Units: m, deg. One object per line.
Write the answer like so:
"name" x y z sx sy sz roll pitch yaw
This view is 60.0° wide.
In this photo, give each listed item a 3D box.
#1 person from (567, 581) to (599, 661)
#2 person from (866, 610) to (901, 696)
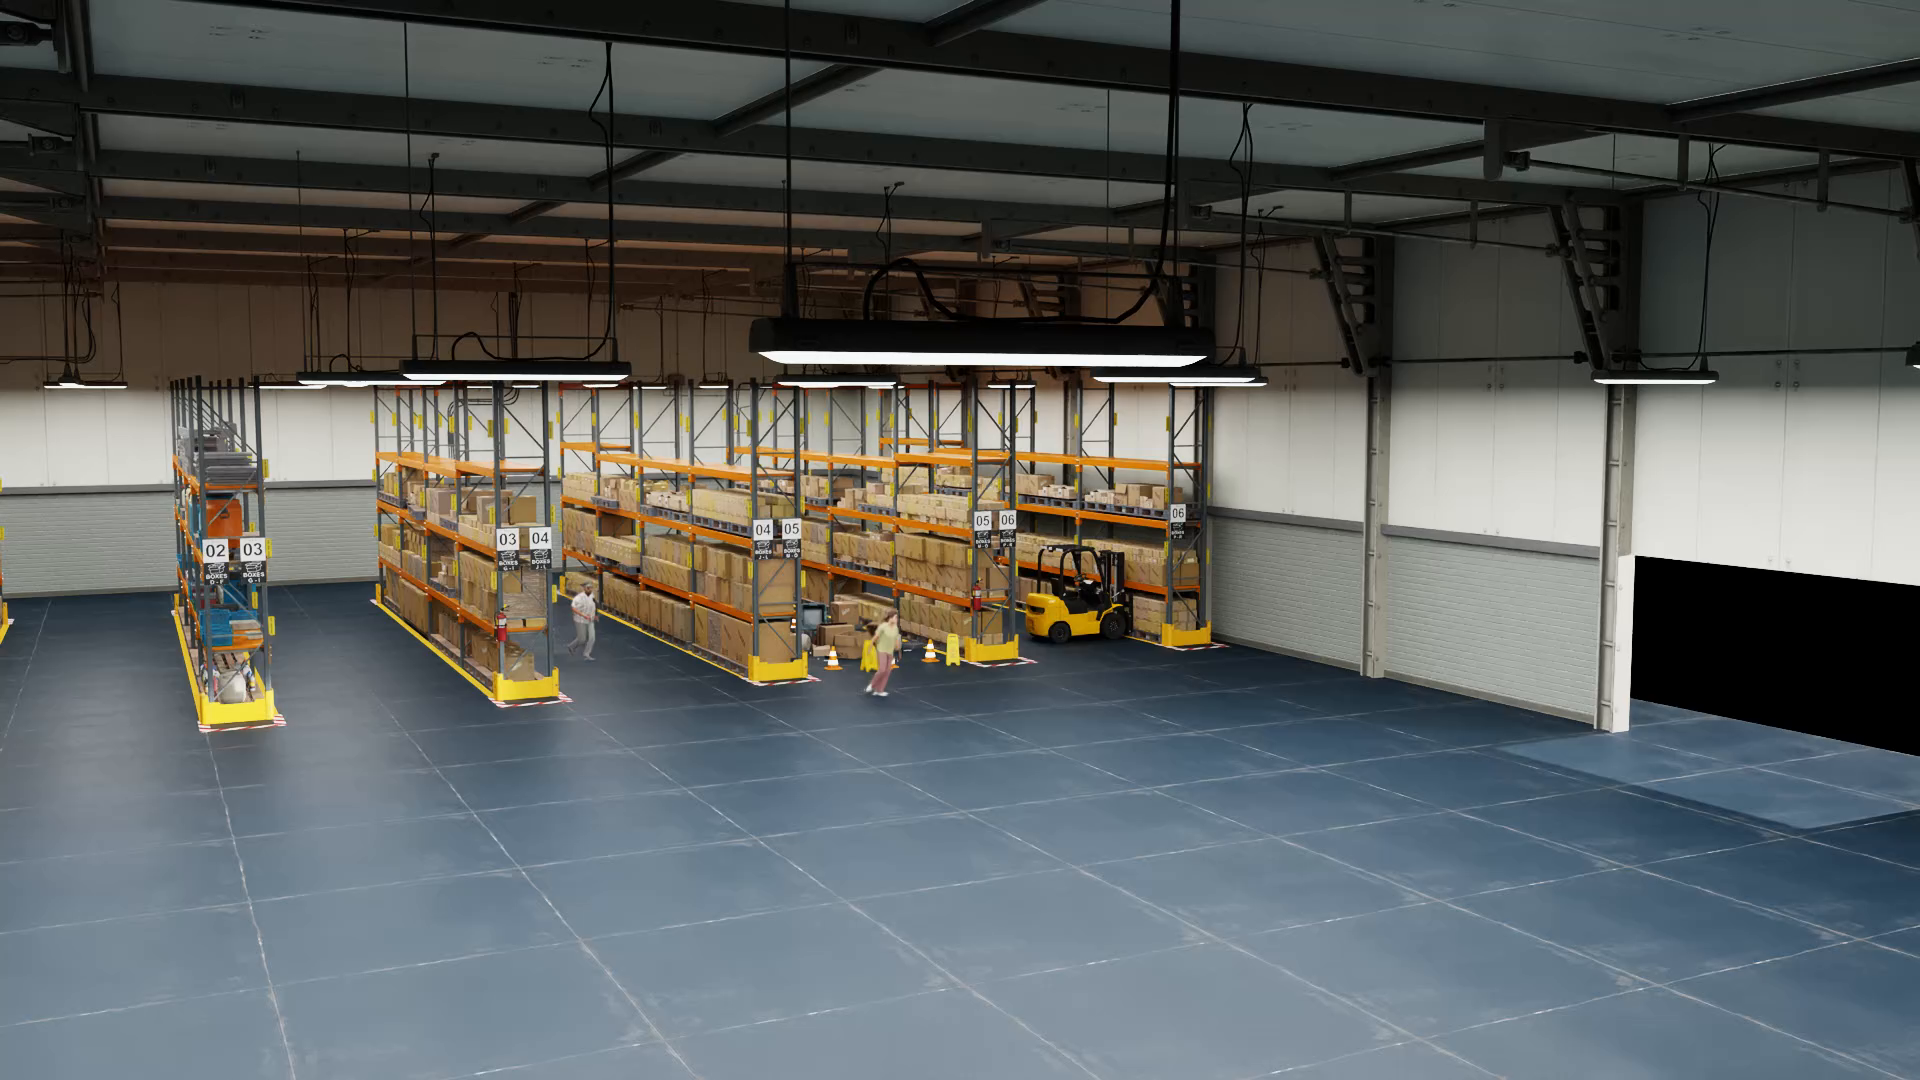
"person" -8.073 1.717 35.544 0.776 1.724 0.659 4 6 37
"person" -1.441 2.130 31.335 0.620 1.641 0.516 -4 7 -40
